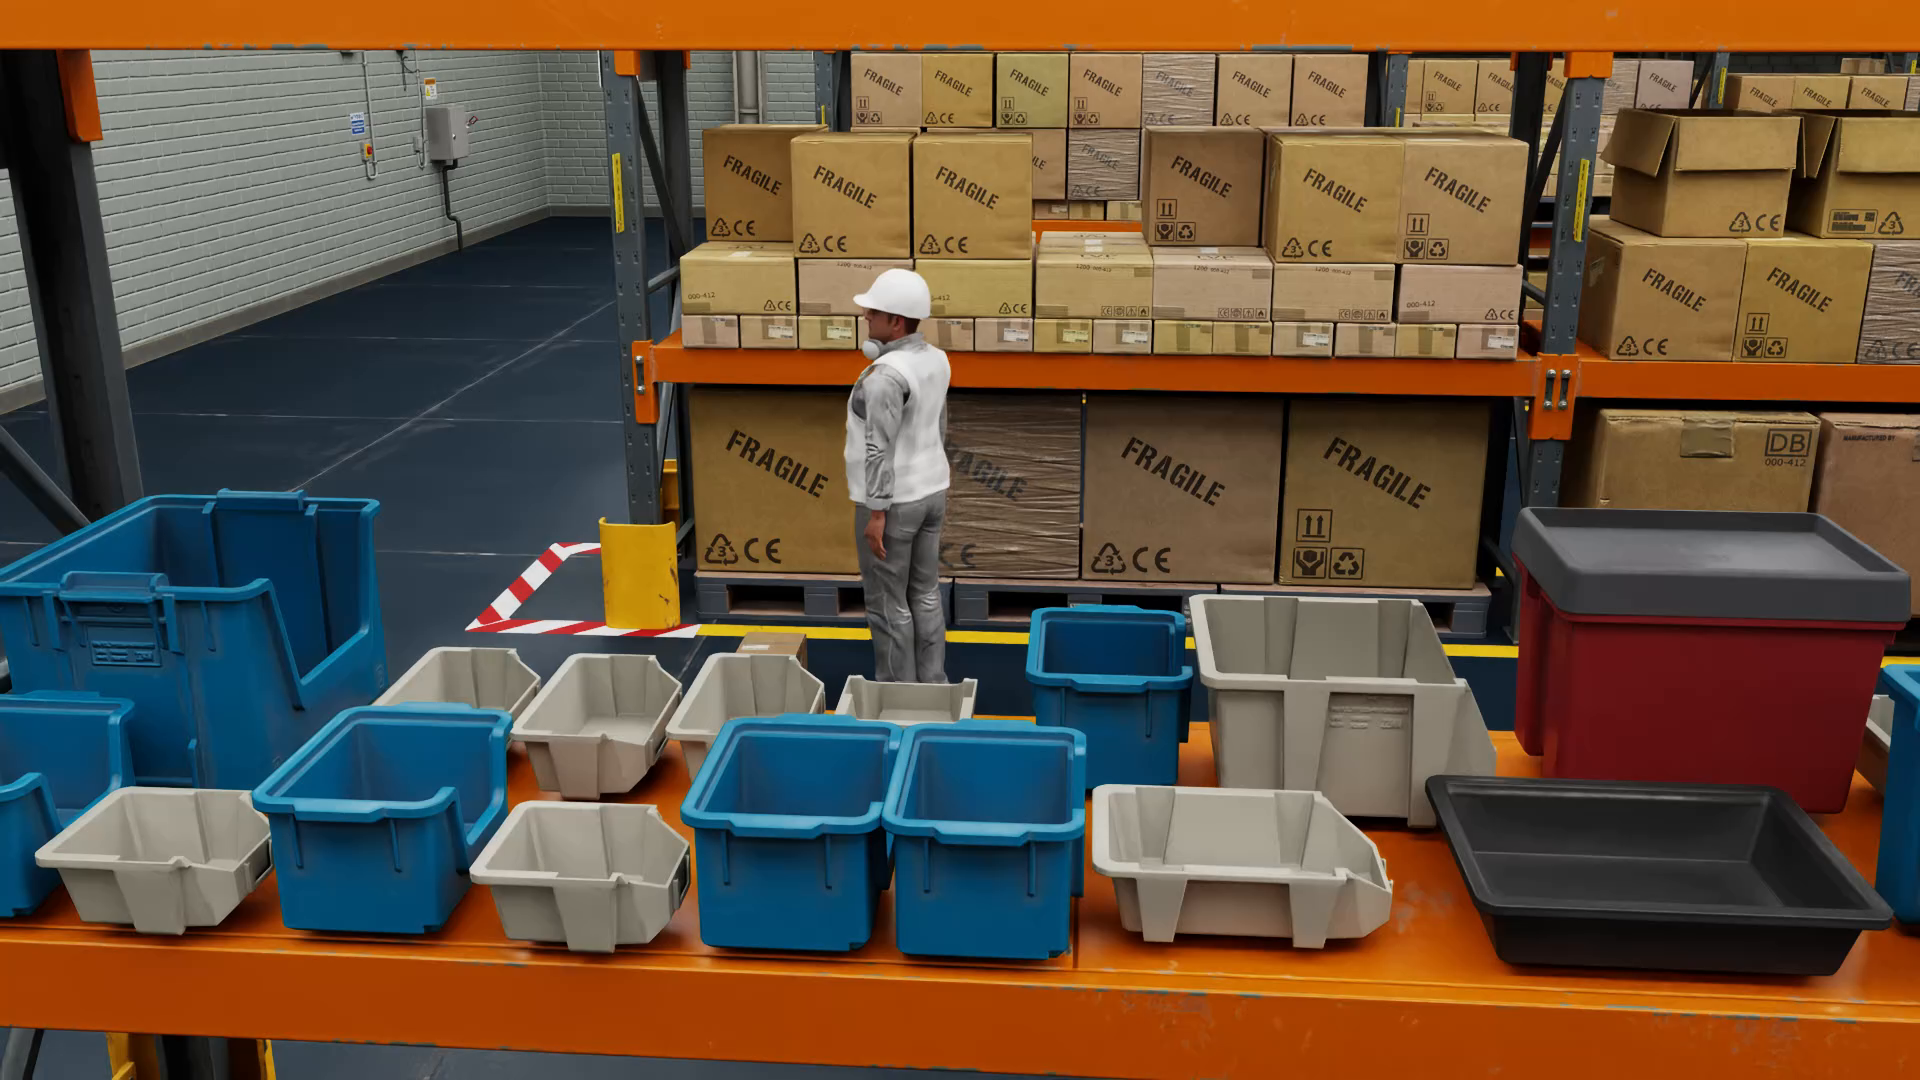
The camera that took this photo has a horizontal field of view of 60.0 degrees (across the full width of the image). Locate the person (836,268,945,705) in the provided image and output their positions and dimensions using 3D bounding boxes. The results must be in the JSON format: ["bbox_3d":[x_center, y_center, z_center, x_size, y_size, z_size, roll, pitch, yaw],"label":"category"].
[{"bbox_3d":[-0.255,-0.181,6.539,0.401,1.777,0.577,9,19,26],"label":"person"}]
